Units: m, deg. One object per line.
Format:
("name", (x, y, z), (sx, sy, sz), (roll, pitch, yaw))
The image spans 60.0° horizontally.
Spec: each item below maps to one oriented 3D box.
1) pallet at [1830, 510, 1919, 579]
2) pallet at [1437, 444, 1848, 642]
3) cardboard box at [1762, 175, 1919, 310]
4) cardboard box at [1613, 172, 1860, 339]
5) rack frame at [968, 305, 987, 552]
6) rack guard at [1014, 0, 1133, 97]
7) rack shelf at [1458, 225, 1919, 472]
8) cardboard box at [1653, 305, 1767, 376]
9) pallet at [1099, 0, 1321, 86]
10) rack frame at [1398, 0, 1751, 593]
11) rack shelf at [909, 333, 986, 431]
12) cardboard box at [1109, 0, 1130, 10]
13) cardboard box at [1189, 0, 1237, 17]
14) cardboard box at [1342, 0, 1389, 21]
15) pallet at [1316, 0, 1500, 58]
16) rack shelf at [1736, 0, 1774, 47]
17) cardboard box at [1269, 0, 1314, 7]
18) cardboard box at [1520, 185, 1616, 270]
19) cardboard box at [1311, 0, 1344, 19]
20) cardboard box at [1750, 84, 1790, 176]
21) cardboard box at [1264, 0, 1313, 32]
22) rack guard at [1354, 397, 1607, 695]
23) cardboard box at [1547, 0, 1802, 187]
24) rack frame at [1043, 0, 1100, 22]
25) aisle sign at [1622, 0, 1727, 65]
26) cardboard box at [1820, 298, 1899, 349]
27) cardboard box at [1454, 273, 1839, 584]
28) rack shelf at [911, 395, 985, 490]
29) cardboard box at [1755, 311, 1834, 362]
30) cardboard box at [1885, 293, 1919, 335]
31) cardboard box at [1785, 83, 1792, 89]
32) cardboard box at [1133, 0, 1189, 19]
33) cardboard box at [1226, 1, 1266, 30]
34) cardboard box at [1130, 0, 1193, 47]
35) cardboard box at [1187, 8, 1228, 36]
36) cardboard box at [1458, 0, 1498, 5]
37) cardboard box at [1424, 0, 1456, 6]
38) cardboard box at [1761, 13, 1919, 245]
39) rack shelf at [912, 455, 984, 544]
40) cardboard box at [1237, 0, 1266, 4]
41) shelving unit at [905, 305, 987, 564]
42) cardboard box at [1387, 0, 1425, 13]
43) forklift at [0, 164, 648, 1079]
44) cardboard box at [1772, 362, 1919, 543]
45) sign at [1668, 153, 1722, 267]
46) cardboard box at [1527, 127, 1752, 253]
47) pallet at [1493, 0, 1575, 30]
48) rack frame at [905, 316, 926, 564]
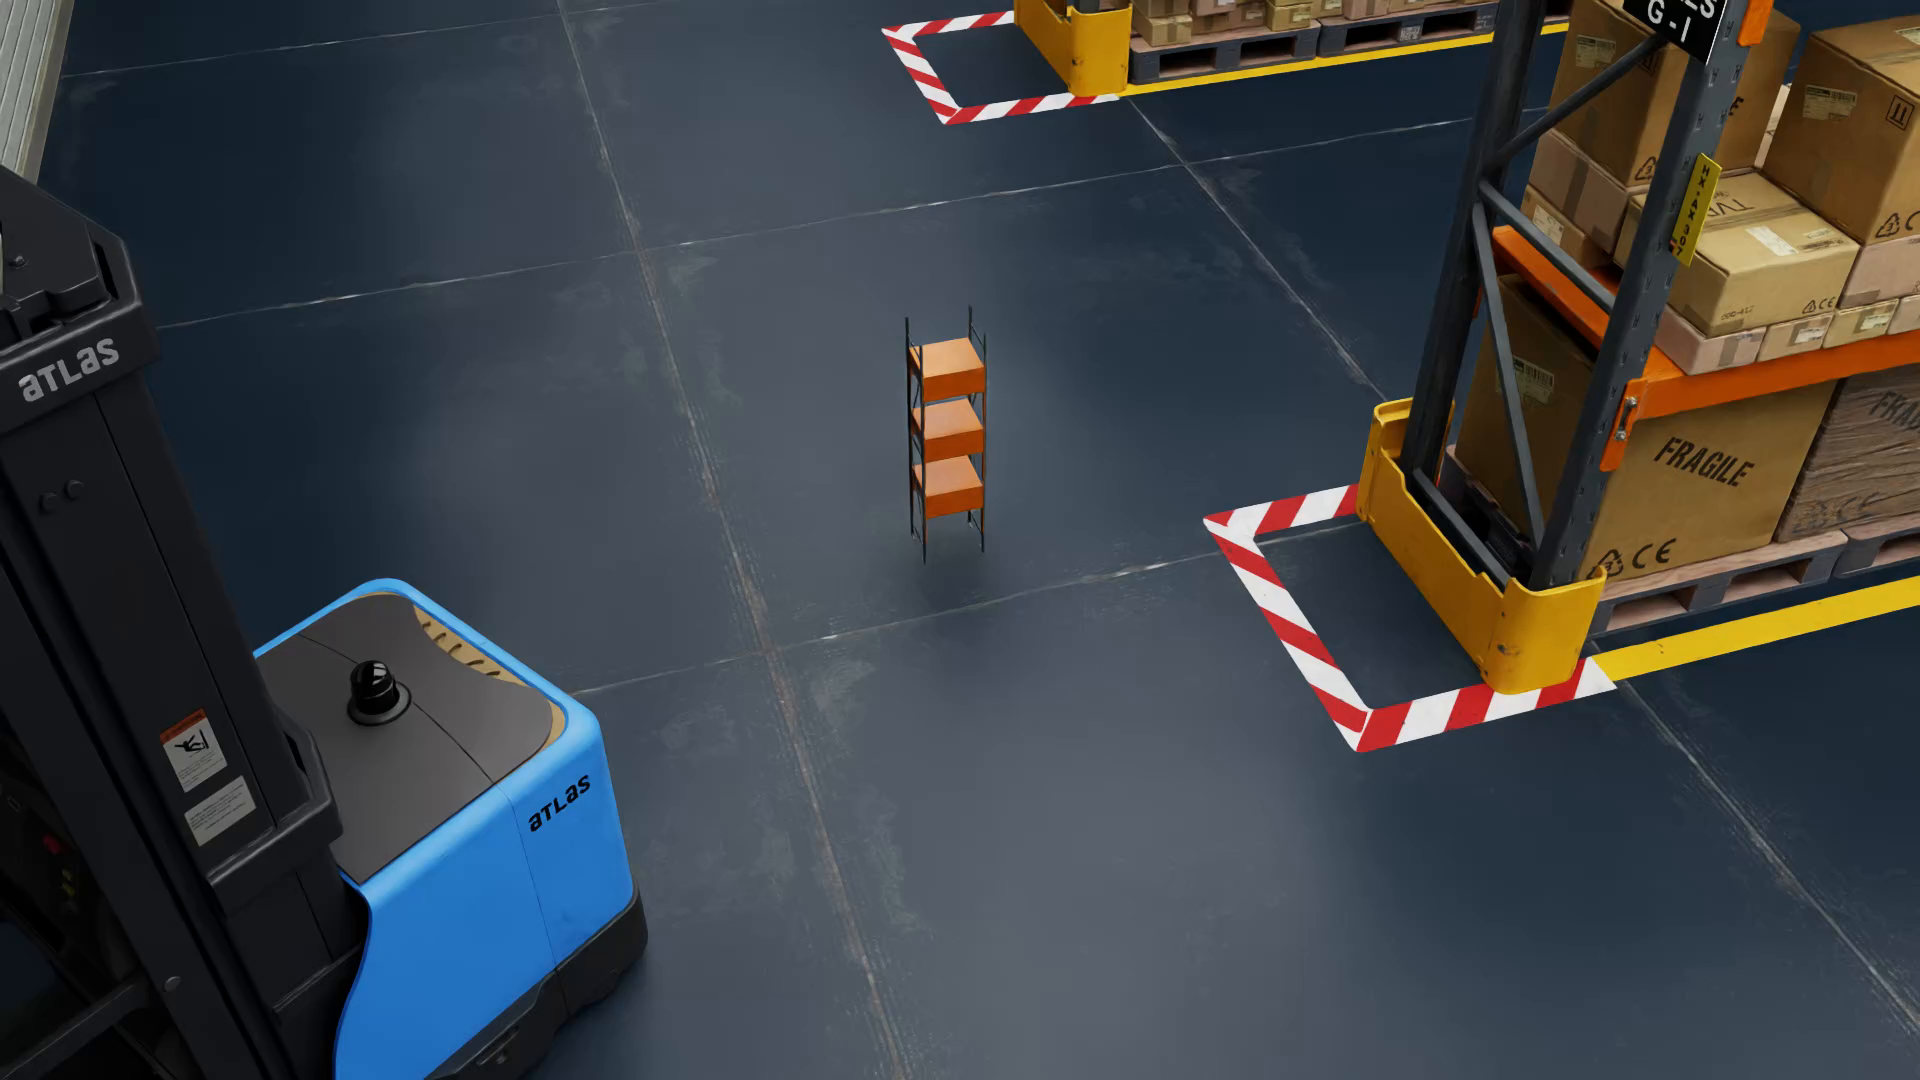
("pallet", (3.882, -0.351, 6.991), (1.213, 0.211, 1.003), (-12, 42, -13))
("pallet", (2.720, -0.112, 6.718), (1.213, 0.211, 1.003), (-12, 42, -13))
("cardboard box", (3.014, -1.043, 5.552), (0.500, 0.250, 0.500), (-12, 43, -14))
("cardboard box", (2.520, -0.936, 5.430), (0.500, 0.250, 0.500), (-13, 43, -14))
("rack frame", (0.065, -0.409, 6.420), (0.008, 1.050, 0.200), (-12, 42, -13))
("rack guard", (0.660, -3.161, 9.989), (0.348, 0.500, 1.175), (-12, 42, -13))
("rack shelf", (3.889, -1.080, 6.253), (4.000, 0.370, 1.077), (-12, 42, -13))
("cardboard box", (2.419, -0.724, 5.489), (0.250, 0.149, 0.380), (-11, 42, -13))
("pallet", (1.446, -3.191, 10.242), (1.213, 0.211, 1.003), (-12, 42, -13))
("rack frame", (1.981, -0.955, 5.564), (0.127, 3.000, 1.000), (-12, 42, -13))
("rack shelf", (-0.051, -0.591, 6.213), (0.240, 0.259, 0.215), (-12, 42, -13))
("cardboard box", (1.027, -3.407, 10.218), (0.250, 0.149, 0.380), (-11, 42, -12))
("cardboard box", (1.443, -3.246, 9.807), (0.250, 0.149, 0.380), (-12, 43, -13))
("cardboard box", (2.399, -3.318, 10.116), (0.250, 0.149, 0.380), (-14, 43, -15))
("pallet", (2.607, -3.430, 10.515), (1.213, 0.211, 1.003), (-12, 42, -13))
("rack shelf", (3.889, -2.209, 5.266), (4.000, 0.370, 1.077), (-12, 42, -13))
("cardboard box", (1.927, -3.332, 9.906), (0.250, 0.149, 0.380), (-10, 42, -12))
("cardboard box", (2.222, -1.138, 5.963), (0.250, 0.149, 0.380), (-11, 42, -12))
("cardboard box", (2.135, -3.323, 10.122), (0.250, 0.149, 0.380), (-12, 42, -13))
("cardboard box", (2.848, -1.373, 5.929), (0.500, 0.250, 0.500), (-12, 43, -14))
("cardboard box", (1.920, -3.213, 9.996), (0.250, 0.149, 0.380), (-11, 42, -13))
("rack guard", (1.958, -0.009, 6.380), (0.348, 0.500, 1.175), (-12, 42, -13))
("cardboard box", (2.367, -1.554, 5.567), (0.500, 0.500, 0.500), (-11, 42, -13))
("rack frame", (0.588, -4.088, 9.149), (0.127, 3.000, 1.000), (-12, 42, -13))
("aisle sign", (2.003, -1.732, 4.476), (0.004, 0.787, 0.394), (-12, 42, -13))
("cardboard box", (2.907, -0.826, 5.607), (0.250, 0.149, 0.380), (-13, 43, -14))
("cardboard box", (2.568, -0.490, 6.327), (0.875, 0.875, 0.875), (-12, 42, -13))
("rack shelf", (-0.051, -0.377, 6.399), (0.240, 0.259, 0.215), (-12, 42, -13))
("cardboard box", (2.663, -0.775, 5.548), (0.250, 0.149, 0.380), (-12, 43, -14))
("cardboard box", (3.156, -0.878, 5.666), (0.250, 0.149, 0.380), (-12, 43, -14))
("cardboard box", (3.333, -1.474, 6.045), (0.500, 0.250, 0.500), (-13, 43, -15))
("cardboard box", (1.165, -3.227, 9.785), (0.250, 0.149, 0.380), (-10, 42, -11))
("cardboard box", (1.644, -3.232, 10.017), (0.250, 0.149, 0.380), (-11, 42, -13))
("cardboard box", (1.184, -3.075, 9.837), (0.250, 0.149, 0.380), (-11, 42, -12))
("cardboard box", (1.409, -3.178, 9.956), (0.250, 0.149, 0.380), (-12, 43, -13))
("cardboard box", (3.144, -3.467, 10.286), (0.250, 0.149, 0.380), (-12, 43, -13))
("cardboard box", (2.875, -3.458, 10.275), (0.250, 0.149, 0.380), (-11, 42, -12))
("cardboard box", (2.997, -1.317, 5.296), (0.500, 0.500, 0.500), (-13, 43, -14))
("rack shelf", (-0.051, -0.168, 6.582), (0.240, 0.259, 0.215), (-12, 42, -13))
("cardboard box", (1.650, -3.349, 9.925), (0.250, 0.149, 0.380), (-11, 42, -13))
("shelving unit", (-0.051, -0.385, 6.392), (0.252, 1.050, 0.215), (-12, 42, -13))
("cardboard box", (2.655, -3.389, 10.197), (0.250, 0.149, 0.380), (-12, 42, -13))
("forklift", (-2.299, 0.745, 3.669), (1.130, 2.935, 3.031), (28, 48, 28))
("cardboard box", (3.436, -0.670, 6.532), (0.875, 0.875, 0.875), (-12, 42, -13))
("sign", (2.142, -0.962, 4.853), (0.005, 0.325, 0.100), (-12, 42, -13))
("cardboard box", (2.364, -1.273, 5.815), (0.500, 0.250, 0.500), (-12, 43, -14))
("pallet", (3.773, -3.673, 10.794), (1.213, 0.211, 1.003), (-12, 42, -13))
("rack frame", (-0.167, -0.361, 6.365), (0.008, 1.050, 0.200), (-12, 42, -13))
